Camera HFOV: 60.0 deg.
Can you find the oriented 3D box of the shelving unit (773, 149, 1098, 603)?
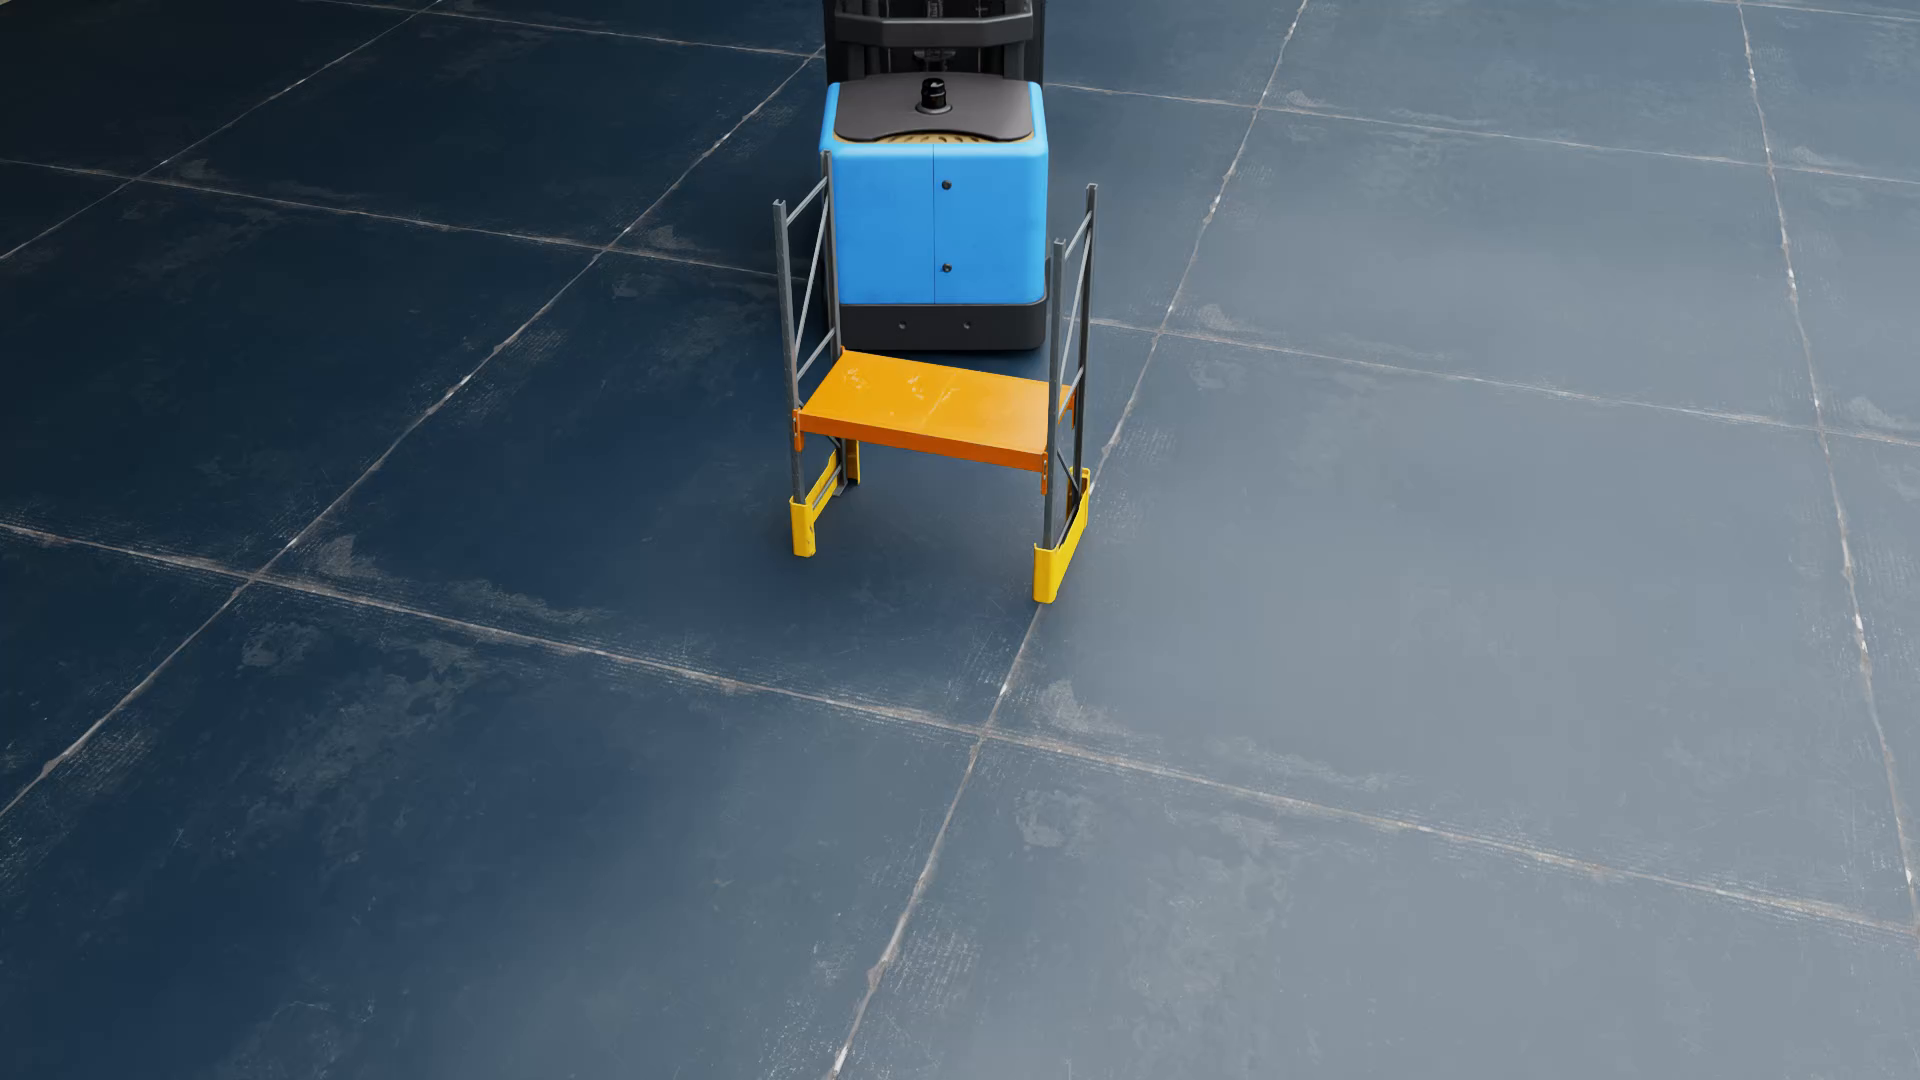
[{"bbox_3d":[-0.073,-0.618,6.324,1.083,1.500,0.587,10,38,14],"label":"shelving unit"}]

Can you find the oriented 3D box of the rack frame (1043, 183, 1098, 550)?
[{"bbox_3d":[0.404,-0.529,6.204,0.032,1.500,0.500,10,38,14],"label":"rack frame"}]

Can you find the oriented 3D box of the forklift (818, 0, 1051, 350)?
[{"bbox_3d":[-0.127,-2.916,8.239,1.130,2.935,3.031,0,36,0],"label":"forklift"}]

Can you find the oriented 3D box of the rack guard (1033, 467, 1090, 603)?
[{"bbox_3d":[0.403,-0.026,6.575,0.087,0.250,0.587,10,38,14],"label":"rack guard"}]

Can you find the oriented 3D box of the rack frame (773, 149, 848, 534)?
[{"bbox_3d":[-0.567,-0.709,6.448,0.032,1.500,0.500,10,38,14],"label":"rack frame"}]

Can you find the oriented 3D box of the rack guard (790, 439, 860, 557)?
[{"bbox_3d":[-0.548,-0.202,6.814,0.087,0.250,0.587,10,38,14],"label":"rack guard"}]

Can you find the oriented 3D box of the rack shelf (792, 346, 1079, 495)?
[{"bbox_3d":[-0.081,-0.474,6.433,1.000,0.185,0.538,10,38,14],"label":"rack shelf"}]
